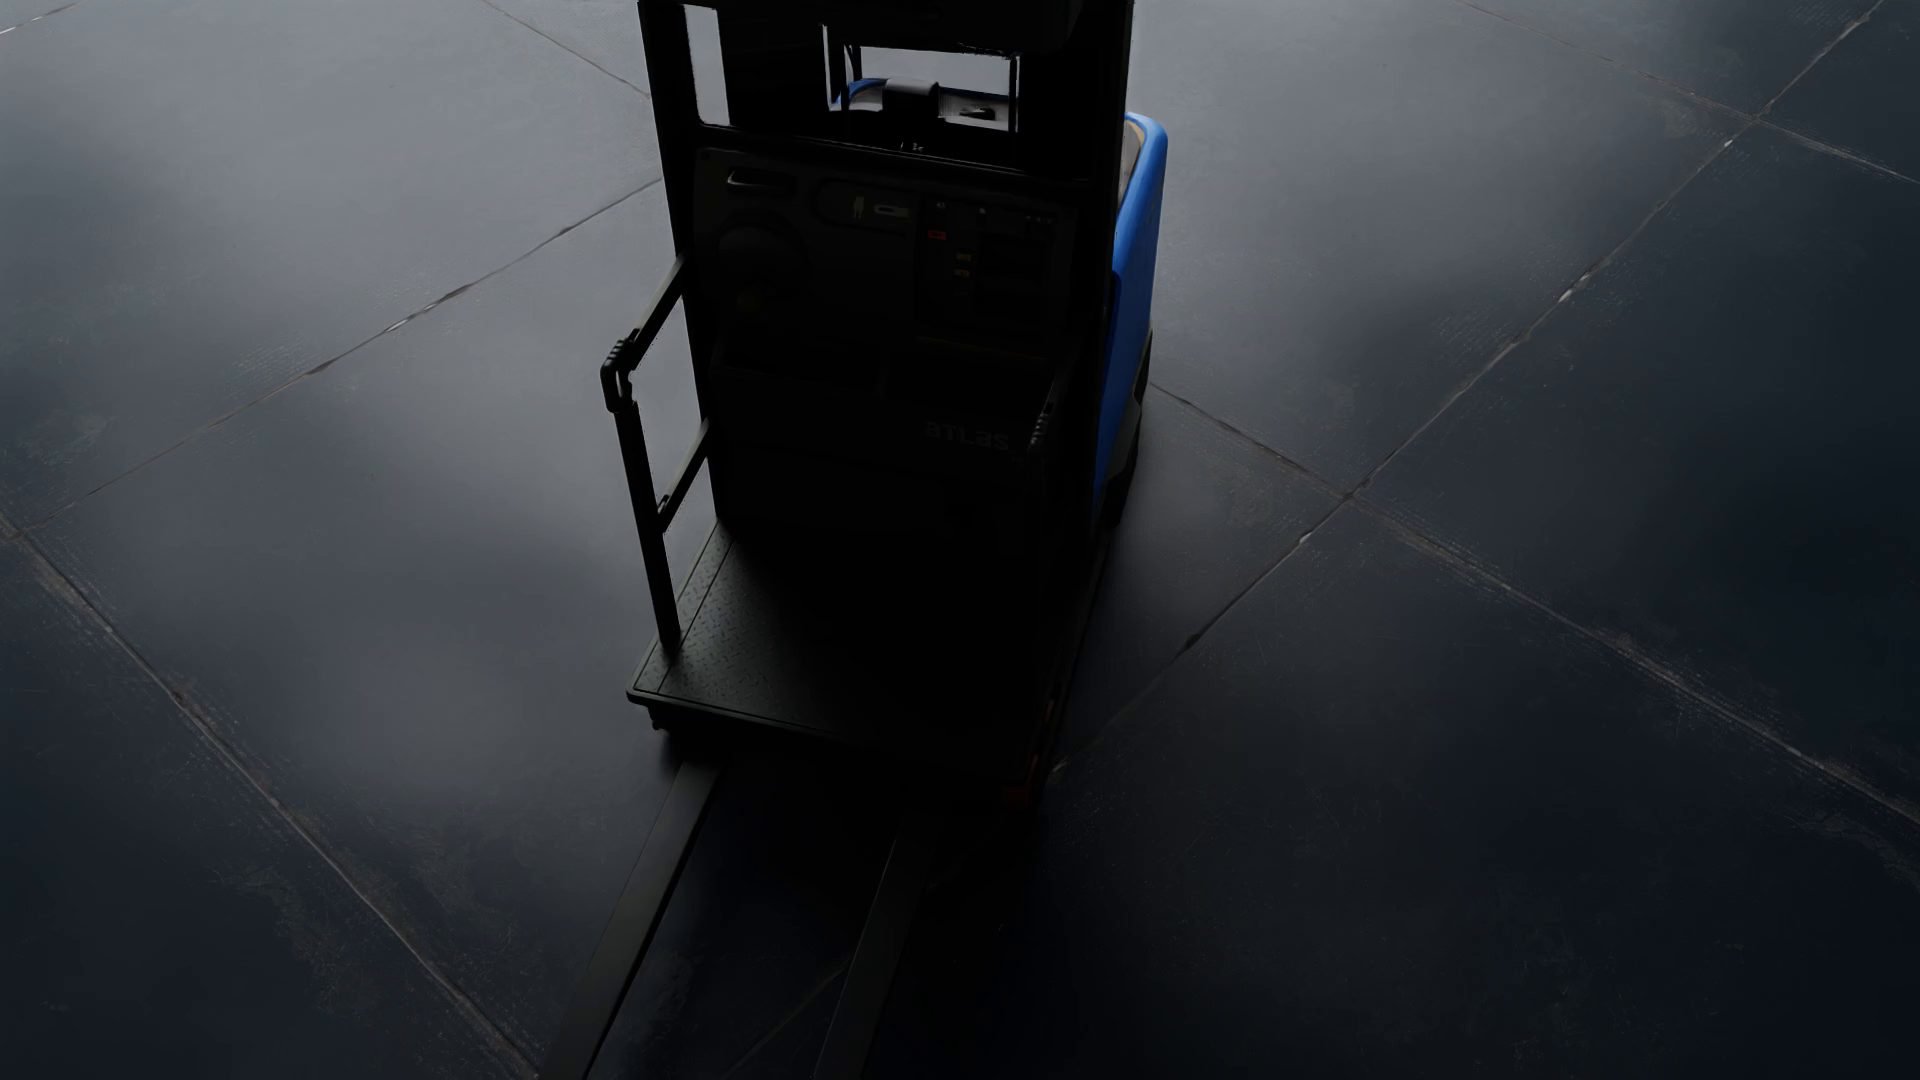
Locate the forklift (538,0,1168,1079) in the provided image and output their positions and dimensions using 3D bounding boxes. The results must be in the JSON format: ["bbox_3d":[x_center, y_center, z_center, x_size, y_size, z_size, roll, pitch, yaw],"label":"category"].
[{"bbox_3d":[-0.240,-0.588,3.791,1.130,2.935,3.031,11,48,10],"label":"forklift"}]

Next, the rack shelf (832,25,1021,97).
[{"bbox_3d":[-0.006,-1.640,5.225,0.720,0.370,0.431,5,47,5],"label":"rack shelf"}]

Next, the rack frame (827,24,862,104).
[{"bbox_3d":[-0.369,-1.409,5.543,0.023,1.500,0.400,5,47,5],"label":"rack frame"}]

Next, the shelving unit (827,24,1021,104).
[{"bbox_3d":[-0.006,-1.374,5.510,0.755,1.500,0.431,5,47,5],"label":"shelving unit"}]
